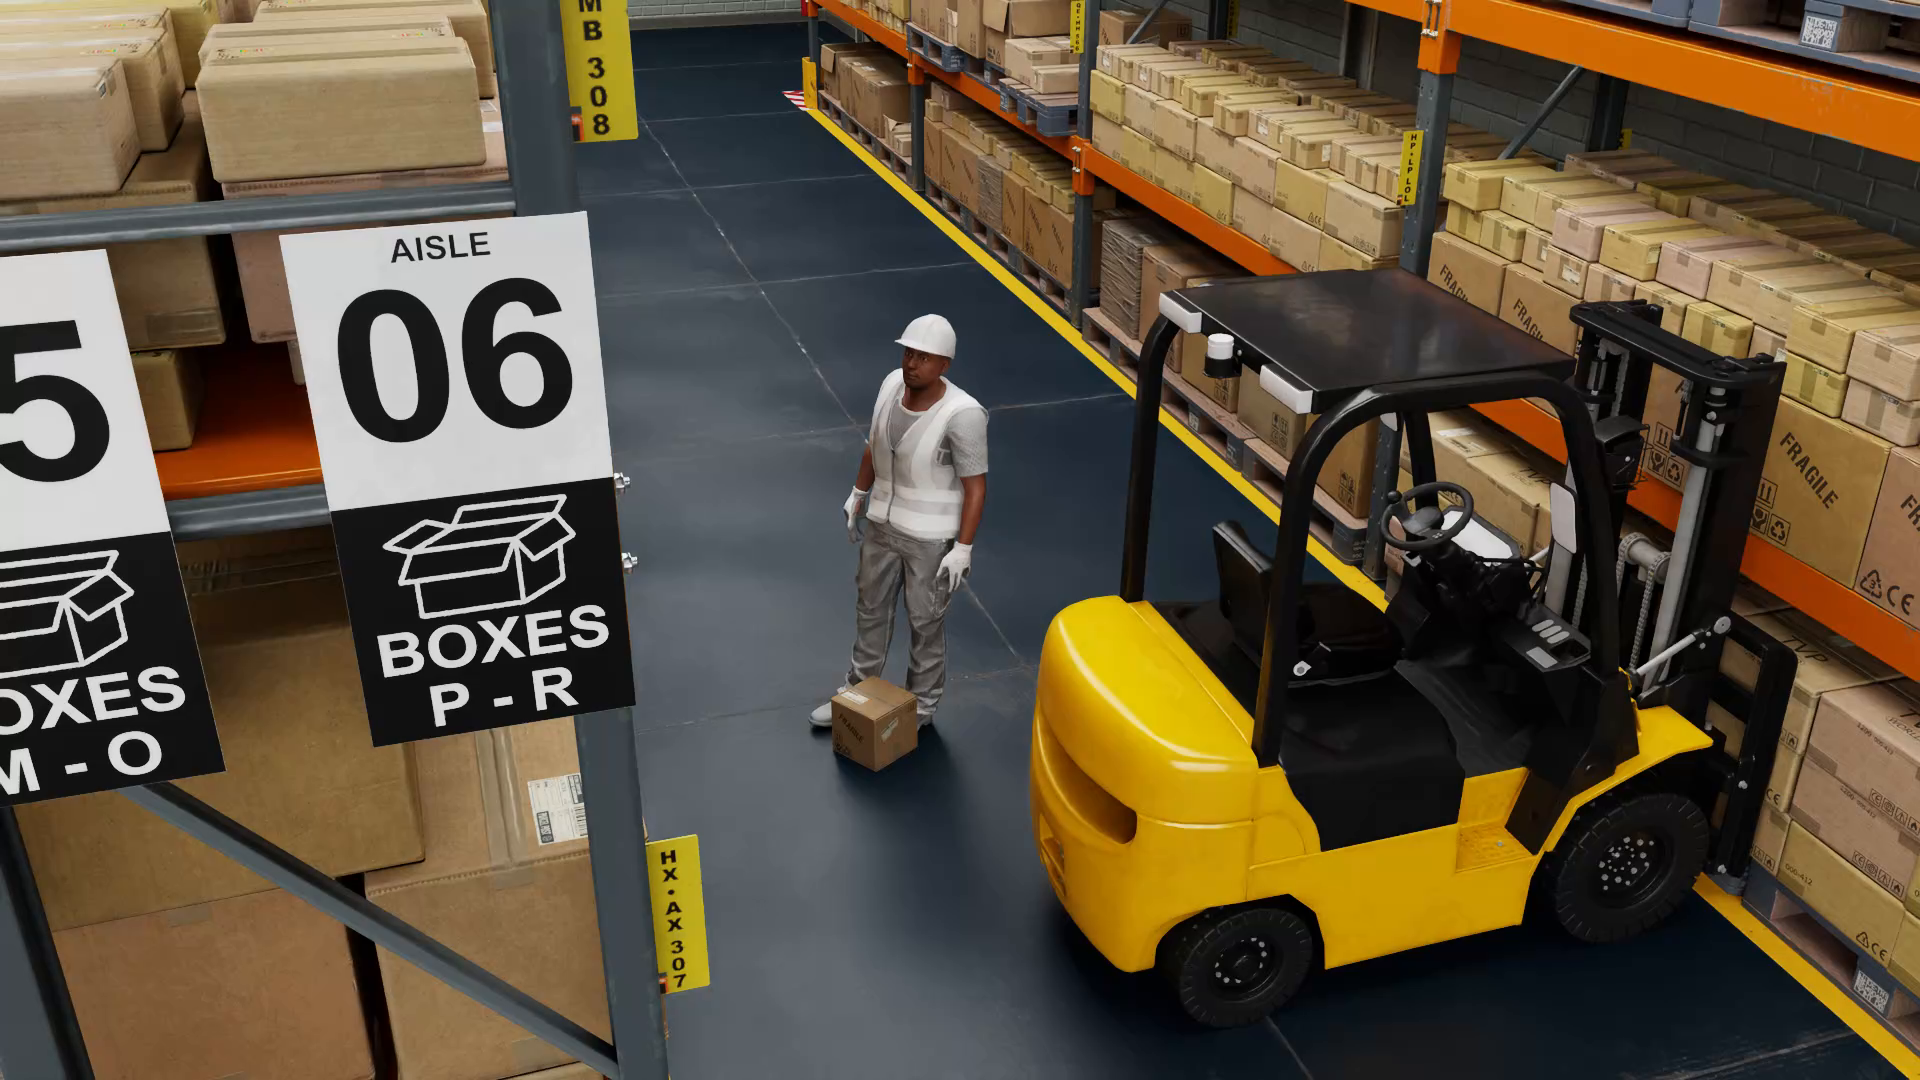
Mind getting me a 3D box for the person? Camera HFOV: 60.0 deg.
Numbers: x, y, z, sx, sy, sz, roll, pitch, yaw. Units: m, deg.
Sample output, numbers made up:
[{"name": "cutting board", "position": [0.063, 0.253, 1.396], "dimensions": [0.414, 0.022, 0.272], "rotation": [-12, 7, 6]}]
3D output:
[{"name": "person", "position": [-0.237, -0.020, 6.611], "dimensions": [0.656, 1.784, 0.576], "rotation": [22, 34, 38]}]
